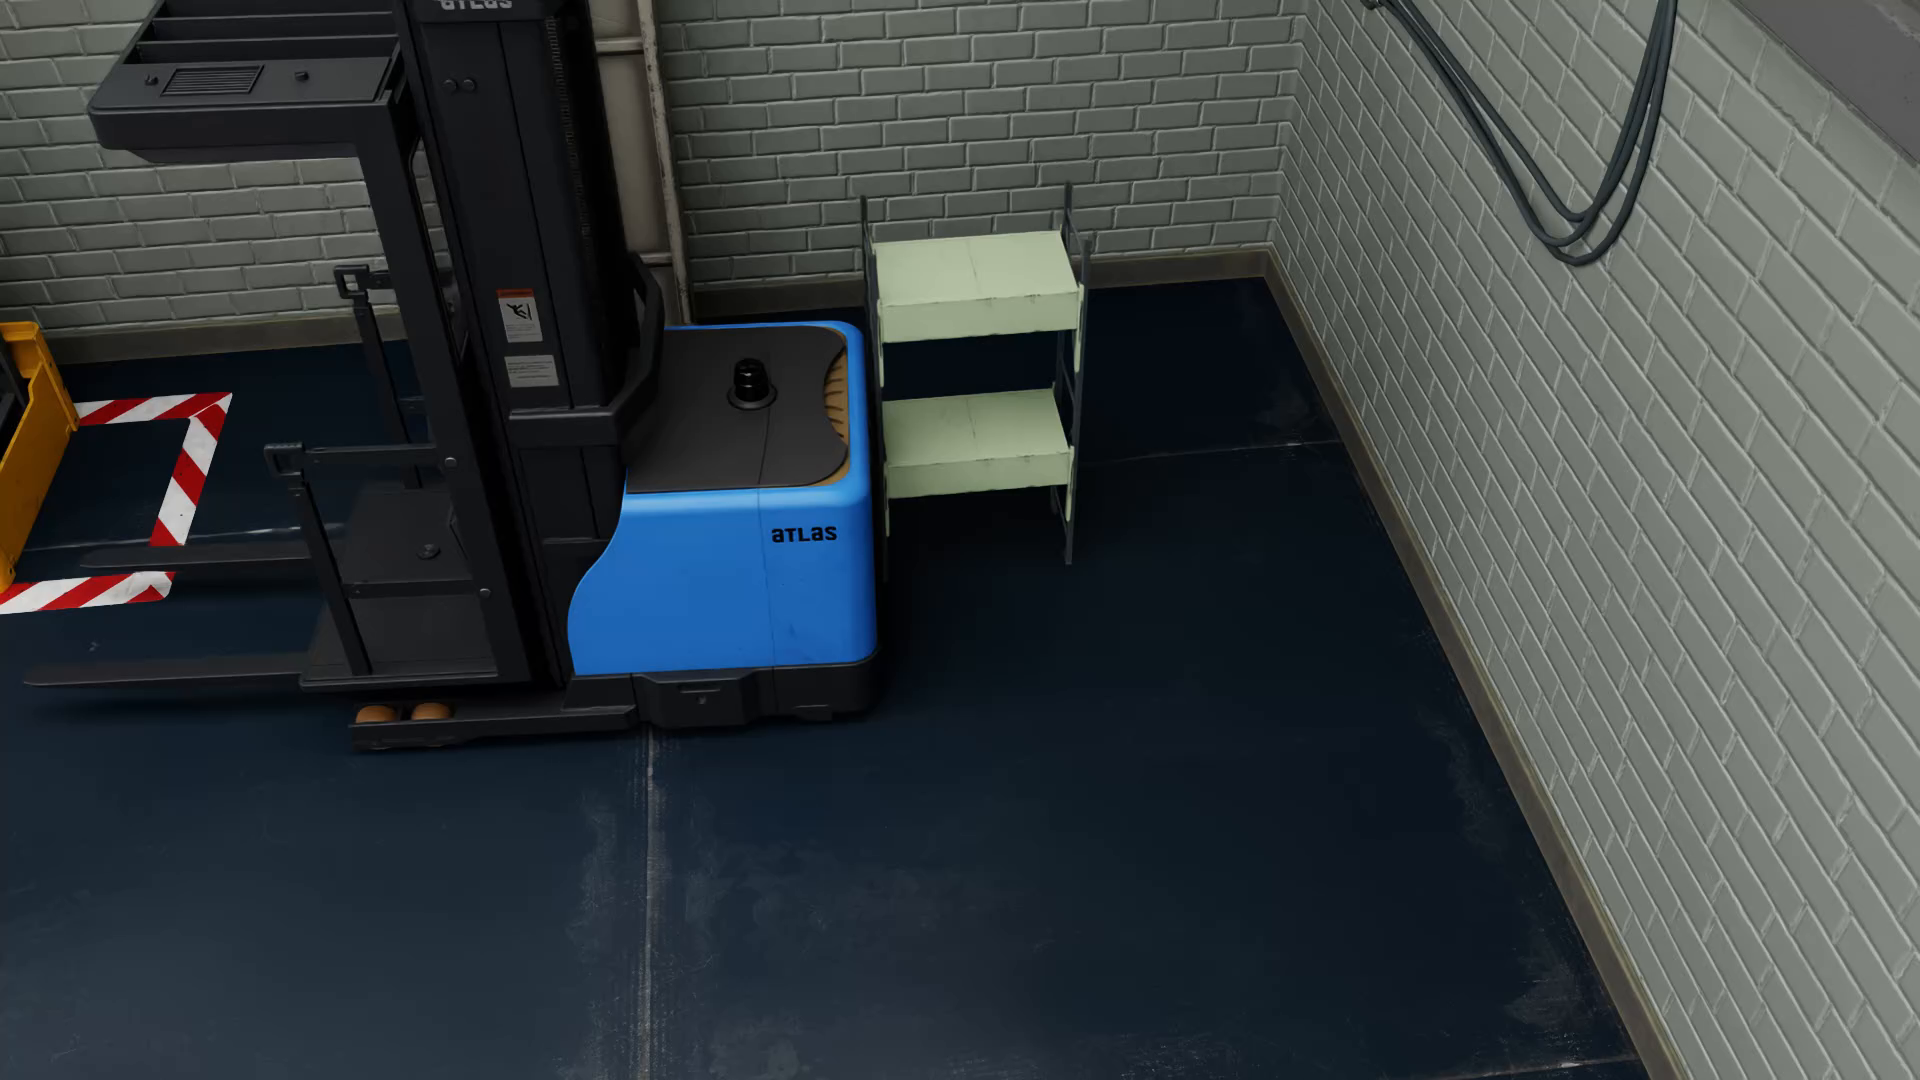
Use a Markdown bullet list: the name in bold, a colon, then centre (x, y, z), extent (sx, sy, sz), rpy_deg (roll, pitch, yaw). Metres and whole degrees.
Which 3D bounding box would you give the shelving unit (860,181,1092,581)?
- **shelving unit**: centre (0.046, -0.559, 6.250), extent (0.755, 1.500, 0.431), rpy_deg (-5, 42, -6)

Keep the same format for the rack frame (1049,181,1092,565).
- **rack frame**: centre (0.409, -0.590, 6.285), extent (0.023, 1.500, 0.400), rpy_deg (-5, 42, -6)

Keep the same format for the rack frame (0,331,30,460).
- **rack frame**: centre (-4.001, -1.267, 5.915), extent (0.127, 3.000, 1.000), rpy_deg (-5, 42, -6)

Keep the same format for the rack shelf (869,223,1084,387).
- **rack shelf**: centre (0.047, -0.849, 5.988), extent (0.720, 0.370, 0.431), rpy_deg (-5, 42, -6)

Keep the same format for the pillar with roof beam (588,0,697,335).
- **pillar with roof beam**: centre (-0.878, -1.445, 1.633), extent (0.400, 9.000, 9.100), rpy_deg (-5, 42, -6)

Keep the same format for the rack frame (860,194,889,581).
- **rack frame**: centre (-0.317, -0.528, 6.215), extent (0.023, 1.500, 0.400), rpy_deg (-5, 42, -6)

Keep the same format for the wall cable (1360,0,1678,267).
- **wall cable**: centre (1.653, -2.596, 5.228), extent (0.112, 2.526, 3.097), rpy_deg (-5, 42, -6)

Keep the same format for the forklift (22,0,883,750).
- **forklift**: centre (-1.819, -0.710, 5.348), extent (3.031, 2.935, 1.130), rpy_deg (-3, 42, -3)

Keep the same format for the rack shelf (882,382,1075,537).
- **rack shelf**: centre (0.046, -0.317, 6.468), extent (0.720, 0.370, 0.431), rpy_deg (-5, 42, -6)

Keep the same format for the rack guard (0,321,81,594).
- **rack guard**: centre (-3.977, -0.341, 6.755), extent (0.348, 0.500, 1.175), rpy_deg (-5, 42, -6)
